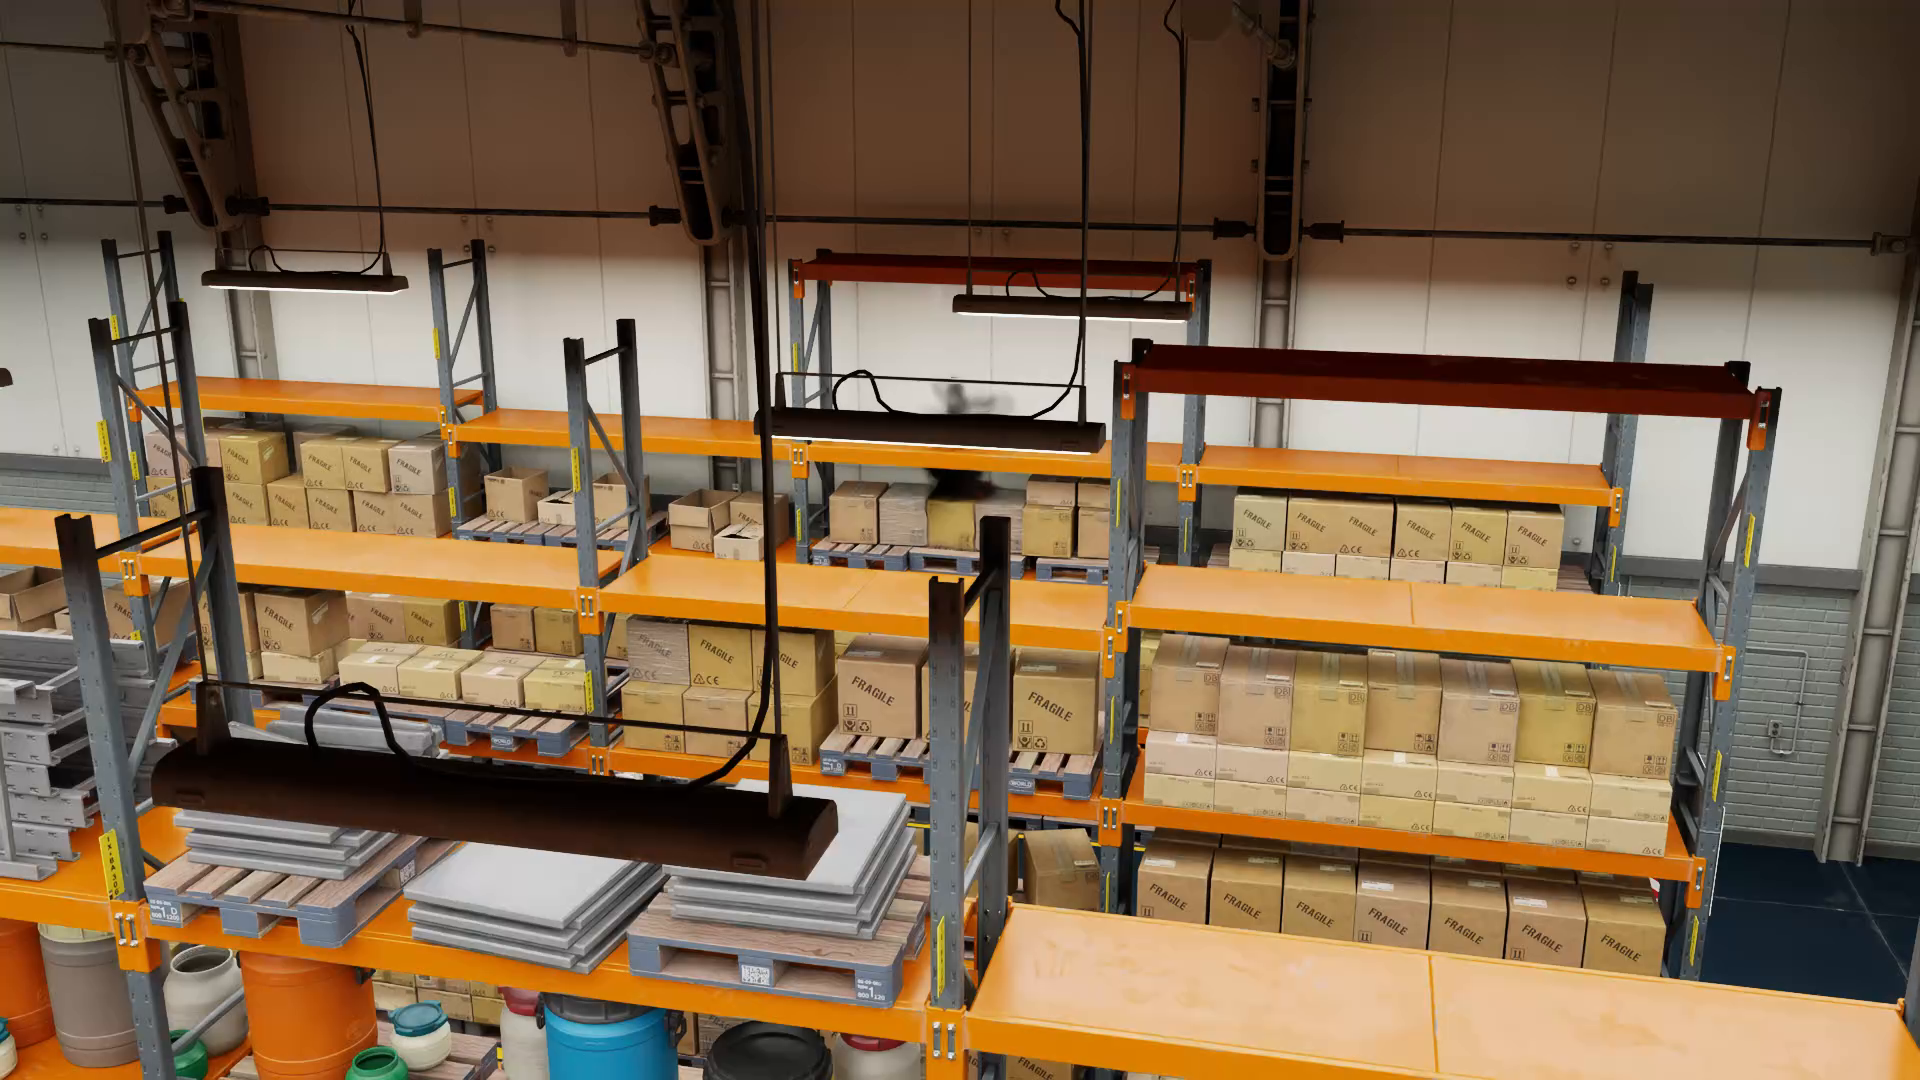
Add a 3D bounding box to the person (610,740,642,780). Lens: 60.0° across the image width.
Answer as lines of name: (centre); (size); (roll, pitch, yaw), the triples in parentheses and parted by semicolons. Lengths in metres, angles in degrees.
person: (-3.227, 2.744, 16.114); (0.691, 1.711, 0.619); (3, 17, 11)
